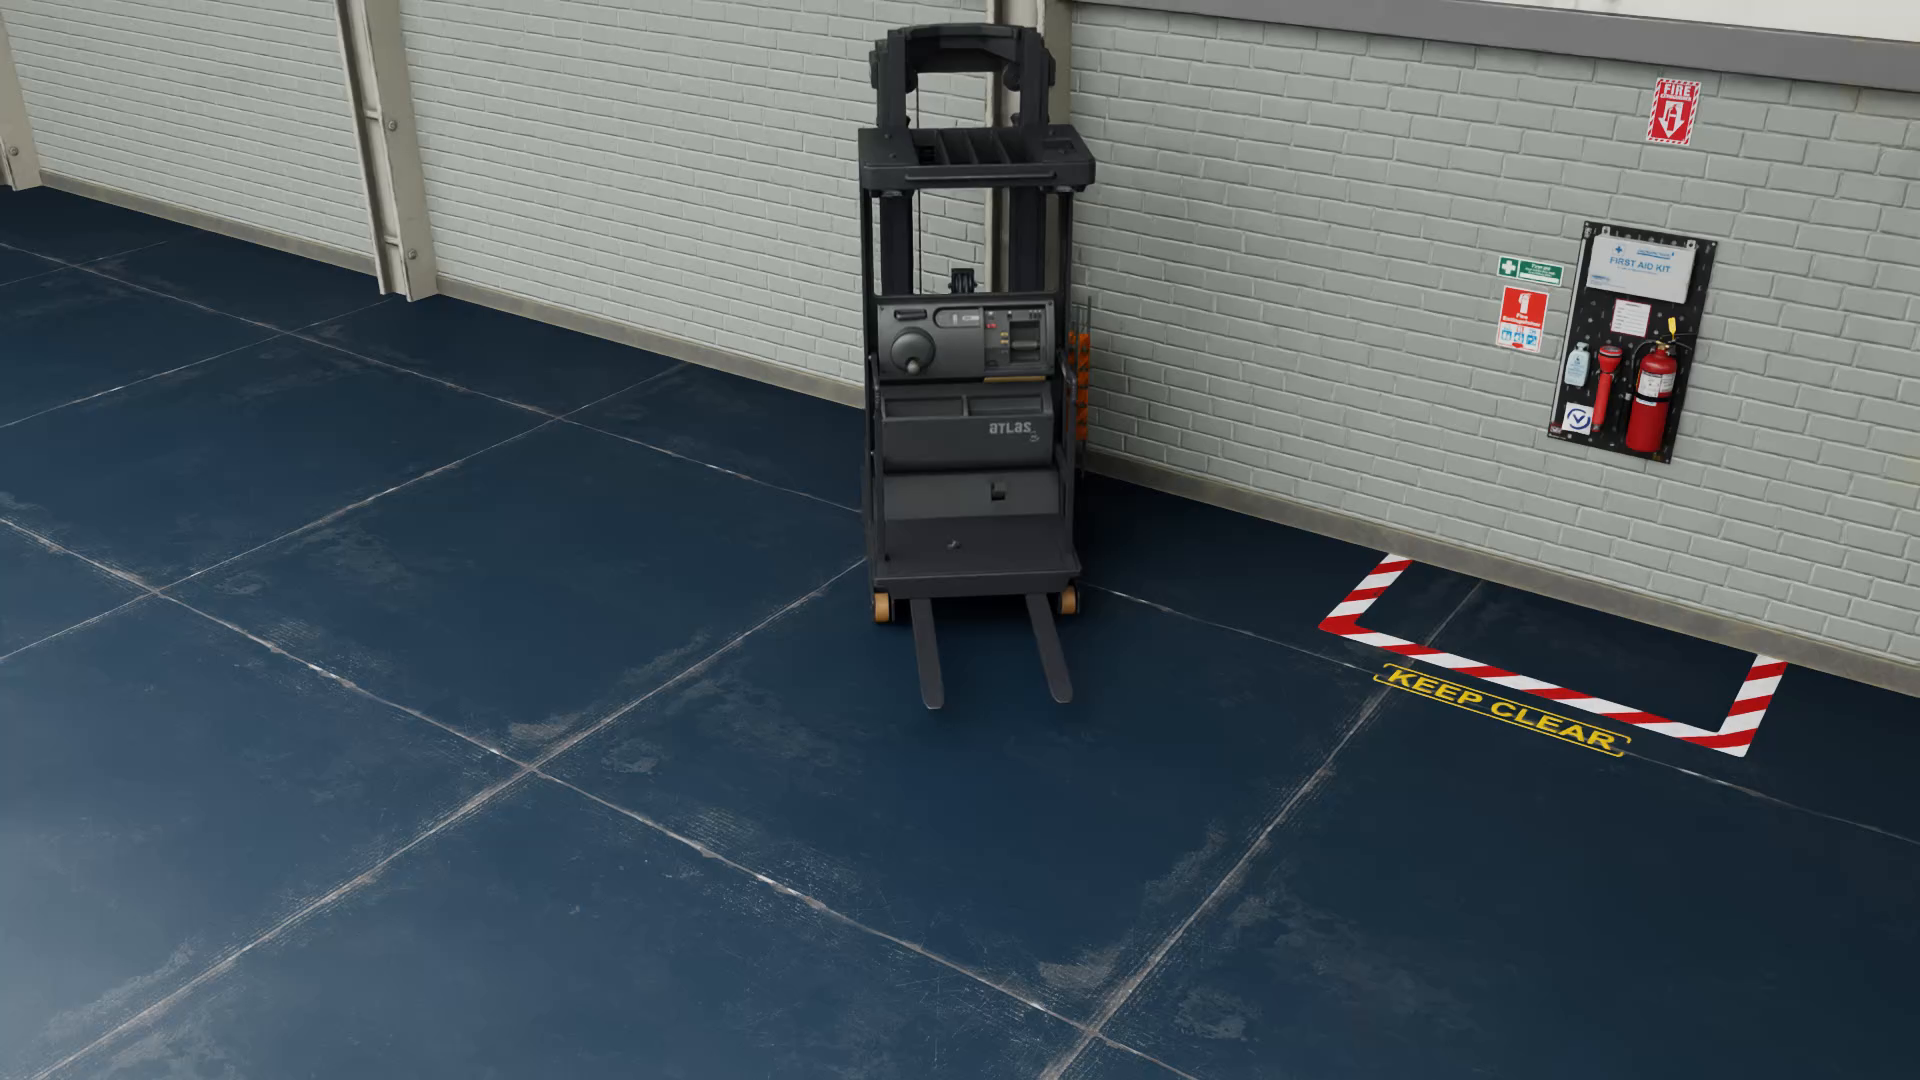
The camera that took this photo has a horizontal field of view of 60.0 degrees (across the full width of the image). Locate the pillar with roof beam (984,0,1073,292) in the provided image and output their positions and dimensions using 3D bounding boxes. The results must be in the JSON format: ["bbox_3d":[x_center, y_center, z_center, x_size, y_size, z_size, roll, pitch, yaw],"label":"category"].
[{"bbox_3d":[-2.044,-2.909,5.544,0.400,9.000,9.100,17,32,30],"label":"pillar with roof beam"}]

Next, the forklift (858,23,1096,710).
[{"bbox_3d":[0.055,-1.021,8.525,1.130,2.935,3.031,-2,27,-4],"label":"forklift"}]

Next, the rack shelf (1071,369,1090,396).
[{"bbox_3d":[0.640,-0.979,10.185,0.258,0.103,0.180,12,29,23],"label":"rack shelf"}]

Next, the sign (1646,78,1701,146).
[{"bbox_3d":[3.374,-2.025,7.867,0.199,0.298,0.001,17,32,30],"label":"sign"}]

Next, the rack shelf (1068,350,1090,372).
[{"bbox_3d":[0.640,-1.086,10.131,0.258,0.103,0.180,12,29,23],"label":"rack shelf"}]

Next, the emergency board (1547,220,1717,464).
[{"bbox_3d":[3.324,-0.953,8.315,0.643,1.169,0.194,17,32,30],"label":"emergency board"}]

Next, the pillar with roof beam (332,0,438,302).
[{"bbox_3d":[-6.989,-4.450,8.572,0.400,9.000,9.100,17,32,30],"label":"pillar with roof beam"}]

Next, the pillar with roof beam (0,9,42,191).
[{"bbox_3d":[-11.935,-5.990,11.599,0.400,9.000,9.100,17,32,30],"label":"pillar with roof beam"}]

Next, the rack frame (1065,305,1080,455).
[{"bbox_3d":[0.600,-0.875,10.146,0.240,1.200,0.006,12,29,23],"label":"rack frame"}]

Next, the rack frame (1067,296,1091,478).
[{"bbox_3d":[0.680,-0.950,10.293,0.240,1.200,0.006,12,29,23],"label":"rack frame"}]

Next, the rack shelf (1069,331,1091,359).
[{"bbox_3d":[0.640,-1.193,10.076,0.258,0.103,0.180,12,29,23],"label":"rack shelf"}]

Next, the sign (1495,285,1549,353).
[{"bbox_3d":[2.927,-1.149,8.662,0.234,0.329,0.001,17,32,30],"label":"sign"}]

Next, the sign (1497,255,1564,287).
[{"bbox_3d":[2.925,-1.381,8.533,0.331,0.109,0.001,17,32,30],"label":"sign"}]

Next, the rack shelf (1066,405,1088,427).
[{"bbox_3d":[0.640,-0.766,10.294,0.258,0.103,0.180,12,29,23],"label":"rack shelf"}]

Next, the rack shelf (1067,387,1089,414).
[{"bbox_3d":[0.640,-0.873,10.240,0.258,0.103,0.180,12,29,23],"label":"rack shelf"}]

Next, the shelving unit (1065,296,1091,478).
[{"bbox_3d":[0.640,-0.912,10.219,0.258,1.200,0.189,12,29,23],"label":"shelving unit"}]

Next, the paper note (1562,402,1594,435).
[{"bbox_3d":[3.217,-0.631,8.655,0.142,0.148,0.016,17,32,30],"label":"paper note"}]

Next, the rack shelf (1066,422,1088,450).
[{"bbox_3d":[0.640,-0.659,10.348,0.258,0.103,0.180,12,29,23],"label":"rack shelf"}]
